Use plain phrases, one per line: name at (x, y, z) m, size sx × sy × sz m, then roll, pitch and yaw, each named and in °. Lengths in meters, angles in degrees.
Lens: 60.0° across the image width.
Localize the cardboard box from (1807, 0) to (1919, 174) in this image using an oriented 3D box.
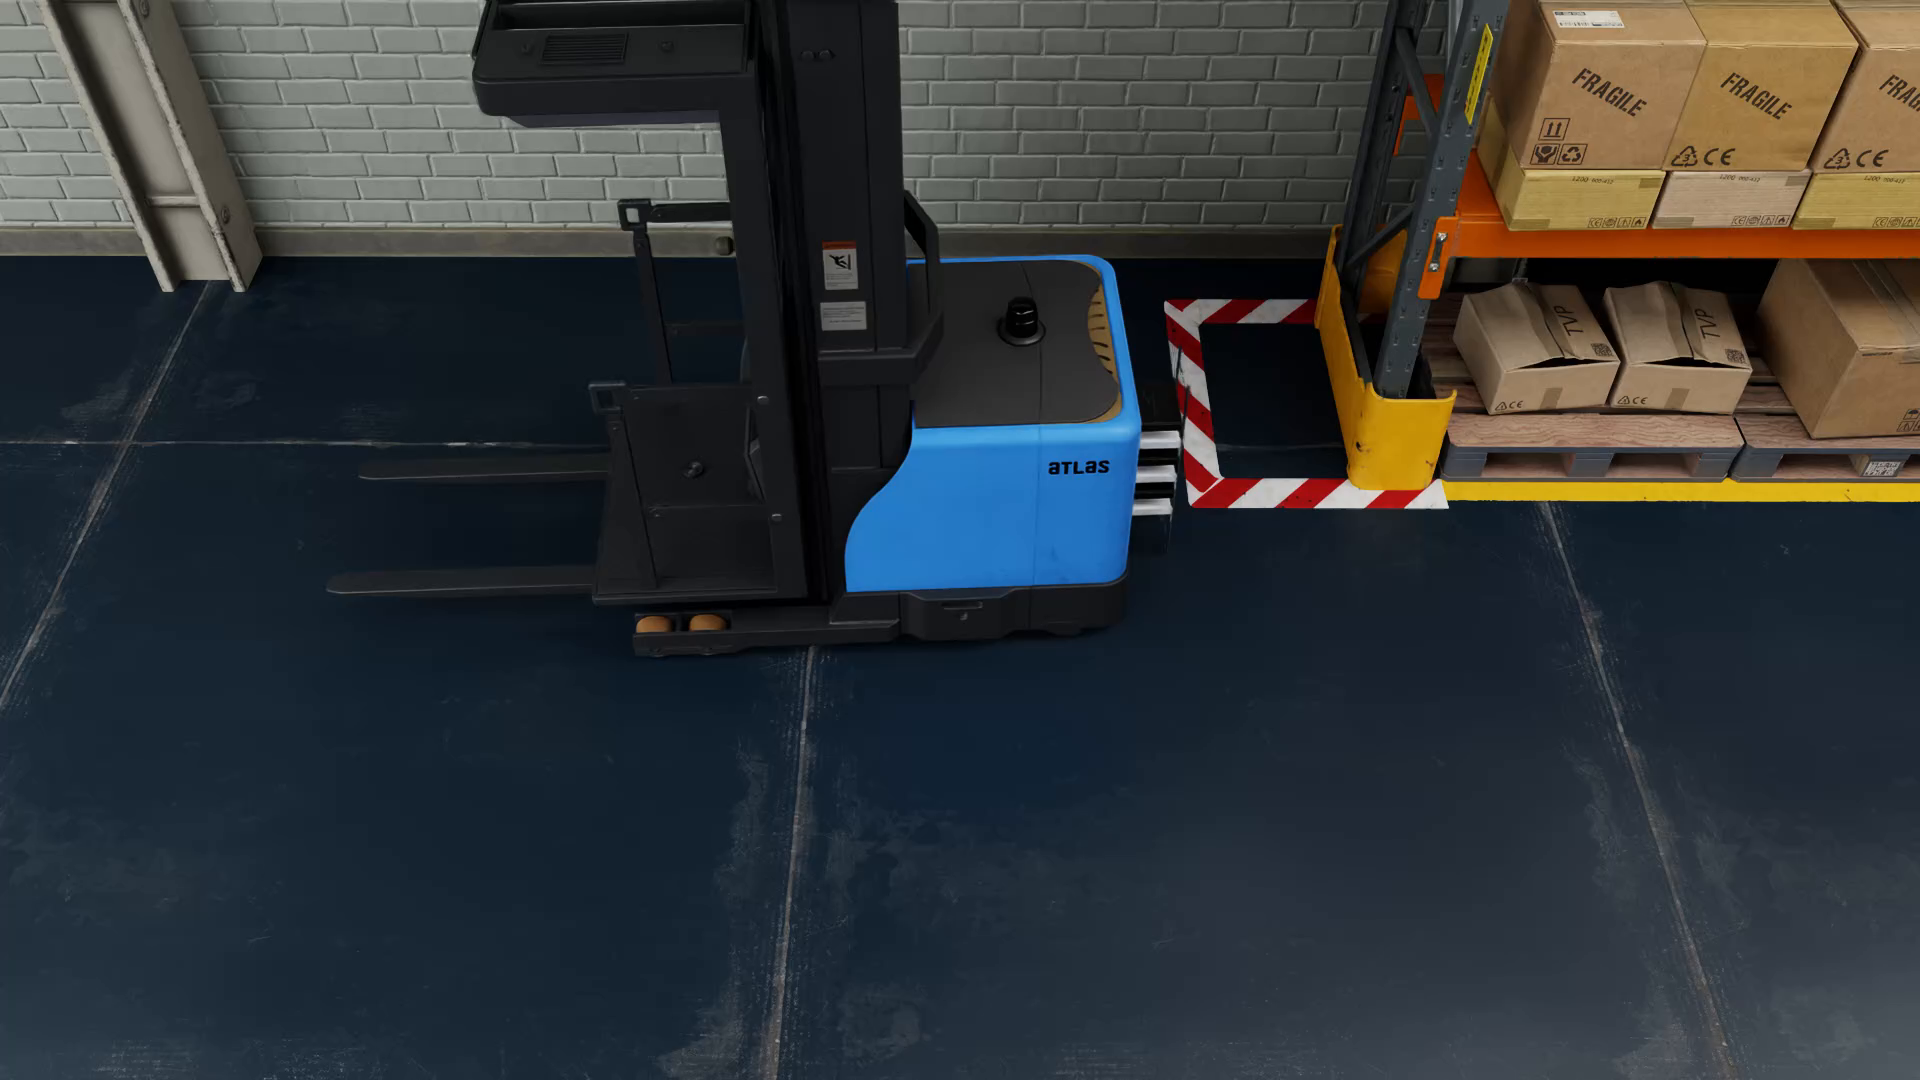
cardboard box at (3.220, -1.634, 5.798) m, size 0.500 × 0.500 × 0.500 m, roll -1°, pitch 47°, yaw -1°

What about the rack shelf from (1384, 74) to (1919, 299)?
rack shelf at (3.733, -1.408, 6.503) m, size 4.000 × 0.370 × 1.077 m, roll 0°, pitch 47°, yaw 0°

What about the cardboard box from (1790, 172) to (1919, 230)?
cardboard box at (3.248, -1.384, 6.077) m, size 0.500 × 0.250 × 0.500 m, roll -1°, pitch 47°, yaw 0°

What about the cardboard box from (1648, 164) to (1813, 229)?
cardboard box at (2.739, -1.389, 6.083) m, size 0.500 × 0.250 × 0.500 m, roll -1°, pitch 47°, yaw -1°

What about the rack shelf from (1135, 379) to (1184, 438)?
rack shelf at (0.725, -0.493, 6.271) m, size 0.200 × 0.077 × 0.258 m, roll -2°, pitch 47°, yaw -2°

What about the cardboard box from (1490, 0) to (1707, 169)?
cardboard box at (2.209, -1.648, 5.811) m, size 0.500 × 0.500 × 0.500 m, roll 0°, pitch 47°, yaw 0°

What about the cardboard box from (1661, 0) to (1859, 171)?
cardboard box at (2.703, -1.640, 5.803) m, size 0.500 × 0.500 × 0.500 m, roll 0°, pitch 47°, yaw 0°

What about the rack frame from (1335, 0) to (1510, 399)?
rack frame at (1.733, -1.658, 6.244) m, size 0.127 × 3.000 × 1.000 m, roll 0°, pitch 47°, yaw 0°

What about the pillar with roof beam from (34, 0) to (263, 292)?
pillar with roof beam at (-3.580, -1.199, 1.718) m, size 0.400 × 9.000 × 9.100 m, roll 0°, pitch 47°, yaw 0°

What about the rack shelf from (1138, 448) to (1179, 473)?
rack shelf at (0.725, -0.370, 6.402) m, size 0.200 × 0.077 × 0.258 m, roll -2°, pitch 47°, yaw -2°

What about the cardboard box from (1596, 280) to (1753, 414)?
cardboard box at (2.994, -0.823, 7.003) m, size 0.500 × 0.311 × 0.500 m, roll 4°, pitch 47°, yaw 3°

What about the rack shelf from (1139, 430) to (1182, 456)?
rack shelf at (0.725, -0.431, 6.336) m, size 0.200 × 0.077 × 0.258 m, roll -2°, pitch 47°, yaw -2°

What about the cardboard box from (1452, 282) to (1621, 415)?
cardboard box at (2.424, -0.824, 7.004) m, size 0.500 × 0.311 × 0.500 m, roll -5°, pitch 47°, yaw -4°

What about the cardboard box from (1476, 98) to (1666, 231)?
cardboard box at (2.220, -1.380, 6.074) m, size 0.500 × 0.250 × 0.500 m, roll -1°, pitch 47°, yaw -1°

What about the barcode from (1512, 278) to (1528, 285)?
barcode at (2.444, -1.120, 7.274) m, size 0.075 × 0.075 × 0.001 m, roll 0°, pitch 47°, yaw 0°

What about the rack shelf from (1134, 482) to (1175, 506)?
rack shelf at (0.725, -0.247, 6.534) m, size 0.200 × 0.077 × 0.258 m, roll -2°, pitch 47°, yaw -2°

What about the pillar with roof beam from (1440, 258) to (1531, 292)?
pillar with roof beam at (2.420, -1.182, 1.703) m, size 0.400 × 9.000 × 9.100 m, roll 0°, pitch 47°, yaw 0°

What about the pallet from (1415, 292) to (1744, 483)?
pallet at (2.621, -0.680, 7.239) m, size 1.213 × 0.211 × 1.003 m, roll 0°, pitch 47°, yaw 0°

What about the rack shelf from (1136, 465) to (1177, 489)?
rack shelf at (0.725, -0.309, 6.468) m, size 0.200 × 0.077 × 0.258 m, roll -2°, pitch 47°, yaw -2°

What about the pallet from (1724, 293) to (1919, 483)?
pallet at (3.838, -0.675, 7.234) m, size 1.213 × 0.211 × 1.003 m, roll 0°, pitch 47°, yaw 0°

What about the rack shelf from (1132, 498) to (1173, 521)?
rack shelf at (0.725, -0.186, 6.600) m, size 0.200 × 0.077 × 0.258 m, roll -2°, pitch 47°, yaw -2°

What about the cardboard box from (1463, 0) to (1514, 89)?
cardboard box at (2.205, -2.024, 6.161) m, size 0.500 × 0.500 × 0.500 m, roll 0°, pitch 47°, yaw 0°

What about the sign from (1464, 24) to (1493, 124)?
sign at (1.731, -1.556, 5.558) m, size 0.005 × 0.325 × 0.100 m, roll 0°, pitch 47°, yaw 0°

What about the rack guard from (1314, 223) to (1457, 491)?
rack guard at (1.809, -0.806, 7.159) m, size 0.348 × 0.500 × 1.175 m, roll 0°, pitch 47°, yaw 0°

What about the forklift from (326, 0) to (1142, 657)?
forklift at (-0.895, -0.952, 5.634) m, size 3.031 × 2.935 × 1.130 m, roll -2°, pitch 47°, yaw -2°

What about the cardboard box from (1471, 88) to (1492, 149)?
cardboard box at (2.201, -1.755, 6.423) m, size 0.500 × 0.250 × 0.500 m, roll 1°, pitch 47°, yaw 1°

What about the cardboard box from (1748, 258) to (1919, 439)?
cardboard box at (3.728, -0.849, 6.898) m, size 0.500 × 0.500 × 0.700 m, roll -3°, pitch 47°, yaw -2°

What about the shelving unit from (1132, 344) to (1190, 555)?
shelving unit at (0.725, -0.332, 6.444) m, size 0.210 × 0.900 × 0.258 m, roll -2°, pitch 47°, yaw -2°

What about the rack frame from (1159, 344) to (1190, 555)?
rack frame at (0.827, -0.335, 6.447) m, size 0.006 × 0.900 × 0.240 m, roll -2°, pitch 47°, yaw -2°
